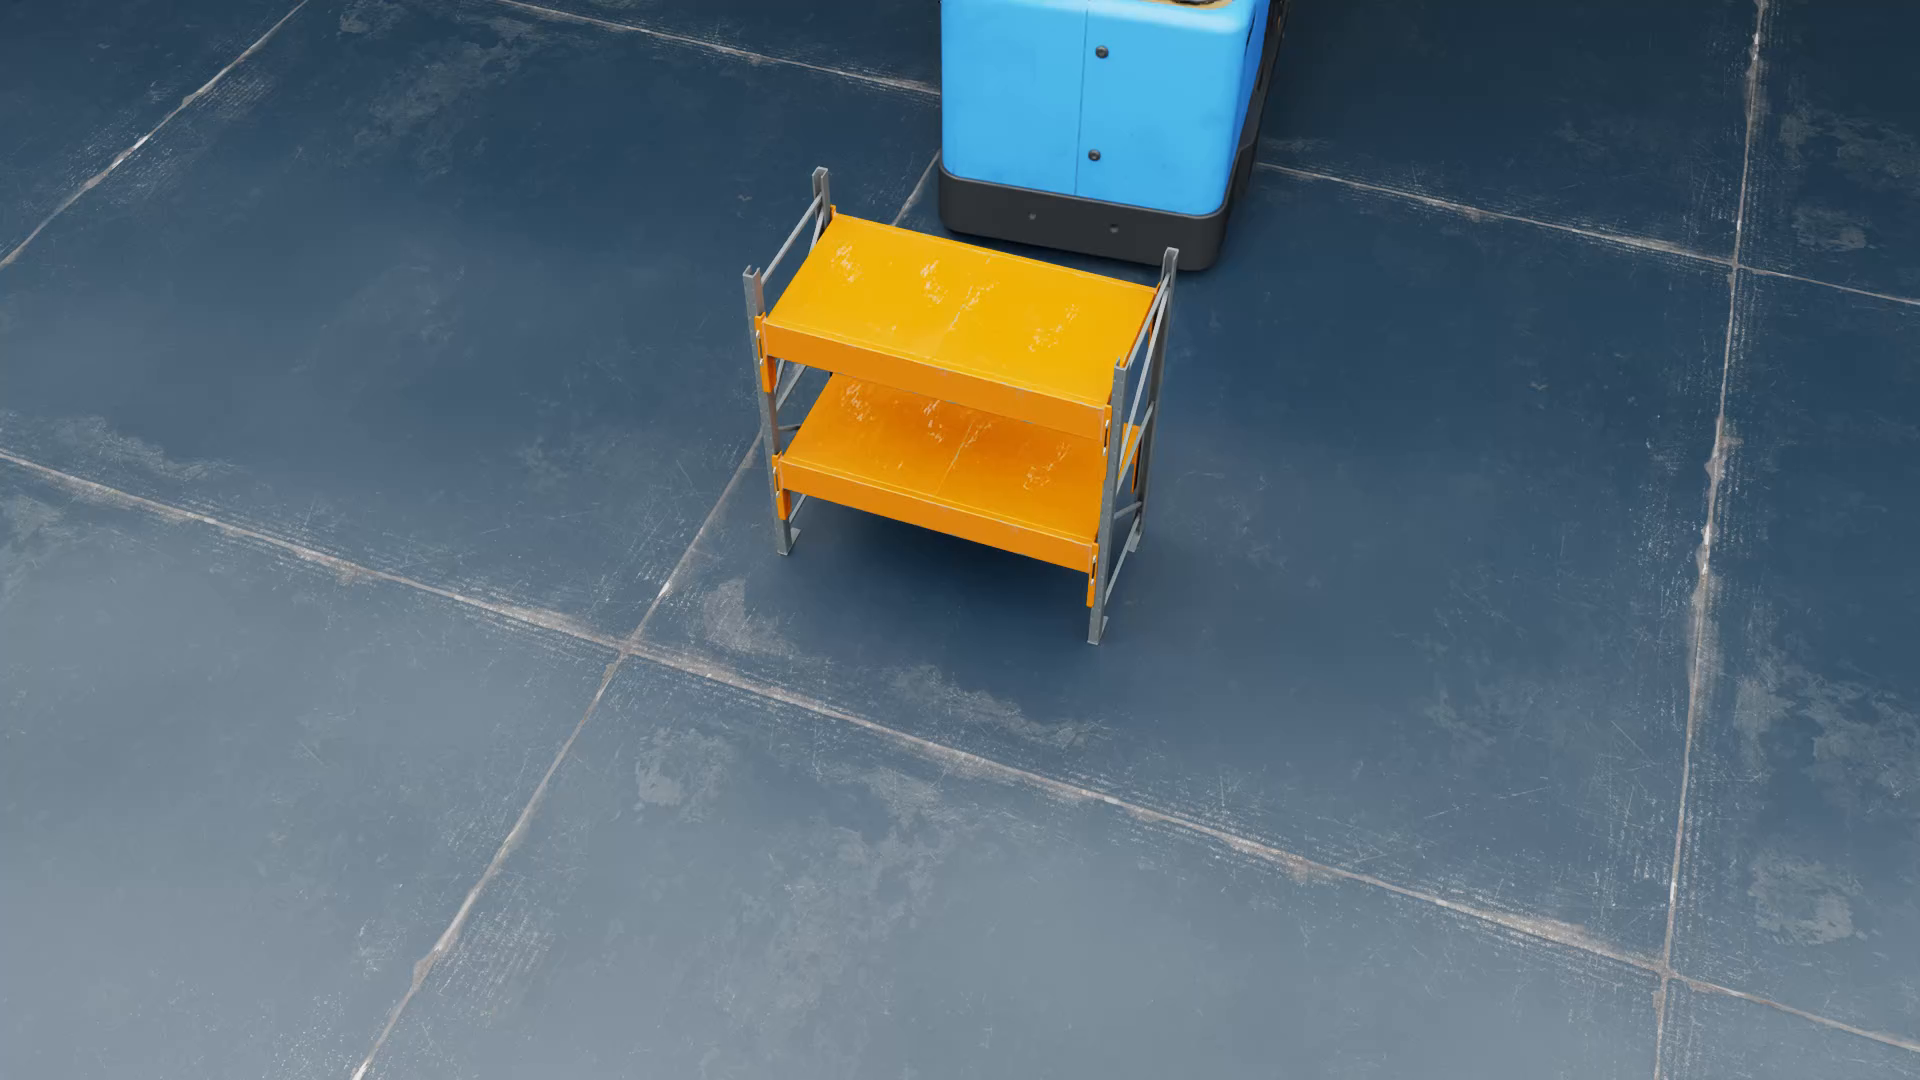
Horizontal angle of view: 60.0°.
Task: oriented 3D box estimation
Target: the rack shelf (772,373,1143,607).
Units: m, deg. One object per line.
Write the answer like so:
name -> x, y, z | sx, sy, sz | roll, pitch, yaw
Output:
rack shelf -> 0.006, -0.206, 5.008 | 1.000, 0.278, 0.538 | 16, 51, 13

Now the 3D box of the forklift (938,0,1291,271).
forklift -> 0.796, -3.071, 5.972 | 1.130, 2.935, 3.031 | 11, 50, 10

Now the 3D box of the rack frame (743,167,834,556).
rack frame -> -0.471, -0.500, 4.939 | 0.032, 1.125, 0.500 | 16, 51, 13

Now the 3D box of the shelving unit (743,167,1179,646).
shelving unit -> 0.006, -0.367, 4.823 | 1.048, 1.125, 0.538 | 16, 51, 13

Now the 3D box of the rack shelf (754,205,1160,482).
rack shelf -> 0.006, -0.558, 4.602 | 1.000, 0.278, 0.538 | 16, 51, 13

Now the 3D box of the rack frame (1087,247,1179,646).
rack frame -> 0.483, -0.234, 4.708 | 0.032, 1.125, 0.500 | 16, 51, 13
